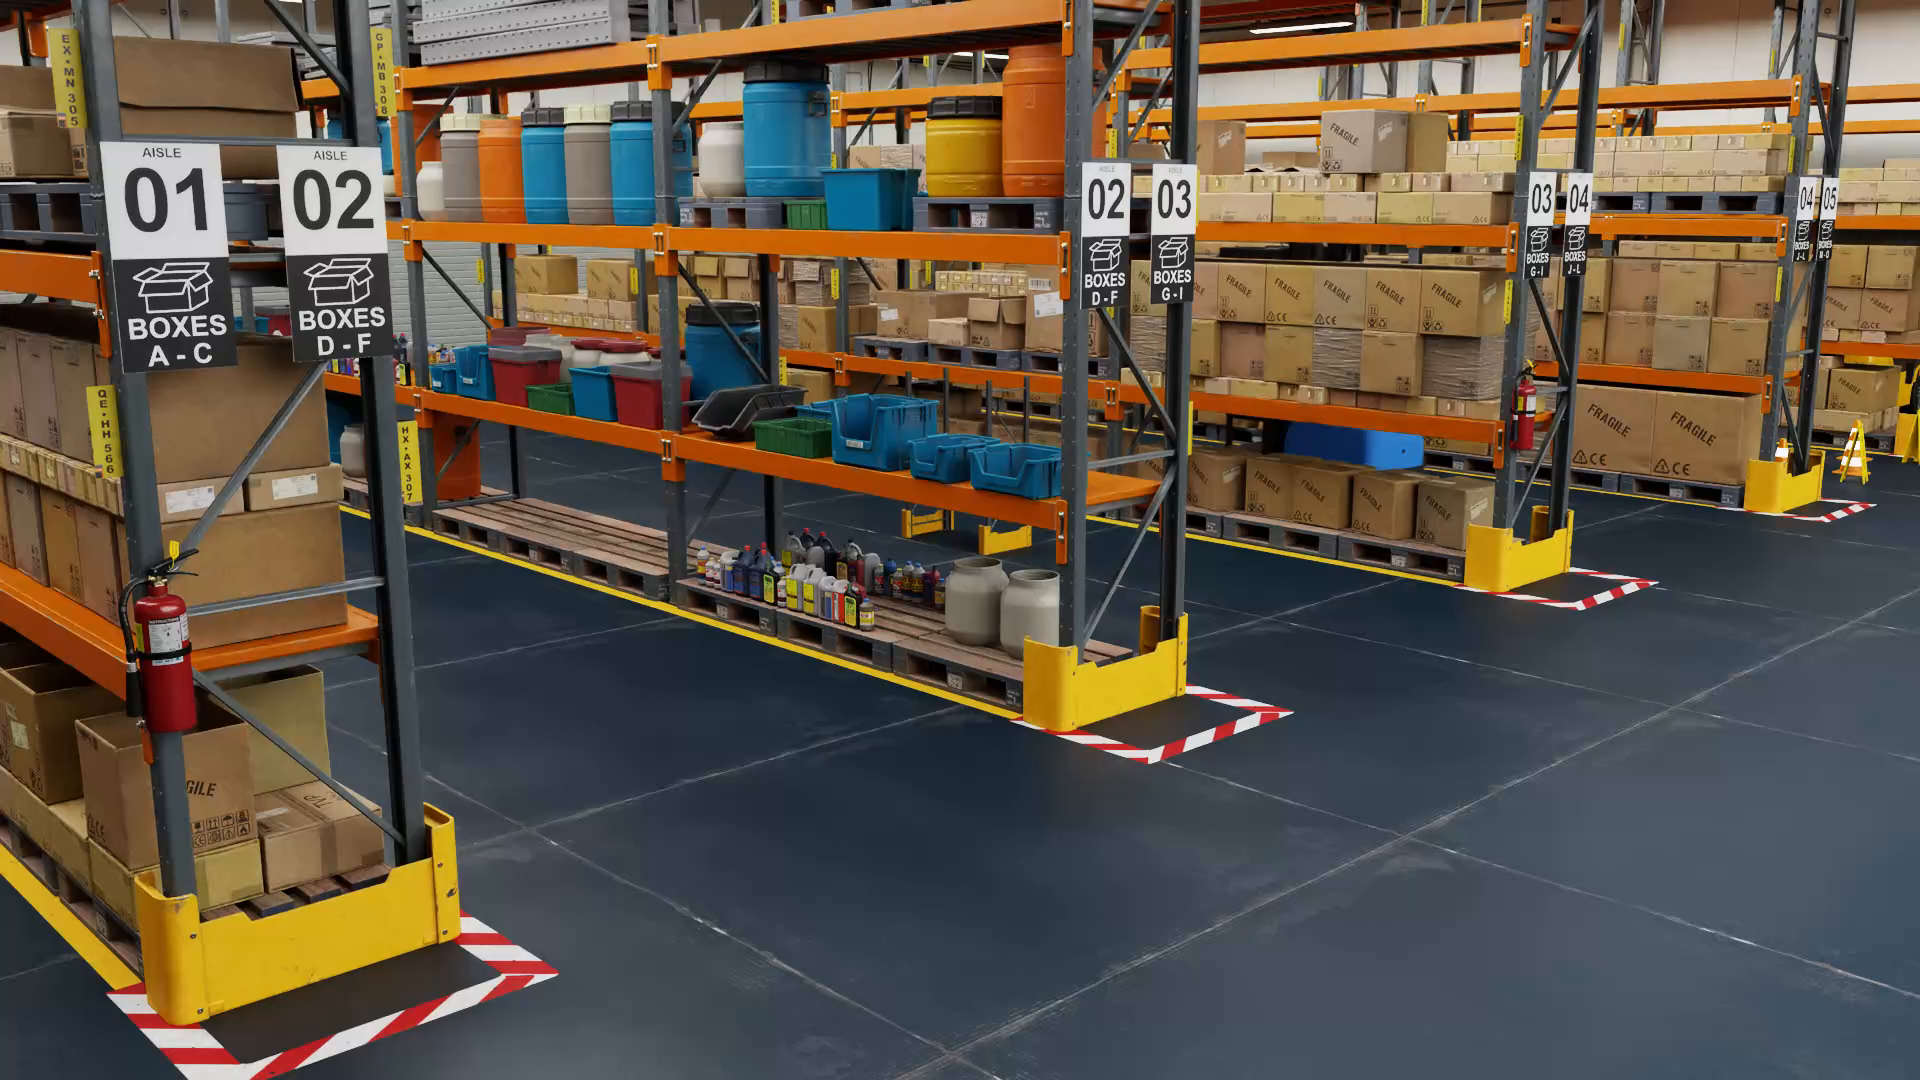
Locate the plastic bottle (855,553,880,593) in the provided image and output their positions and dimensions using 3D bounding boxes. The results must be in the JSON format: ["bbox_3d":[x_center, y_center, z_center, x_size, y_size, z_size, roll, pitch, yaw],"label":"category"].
[{"bbox_3d":[-0.673,0.226,12.039,0.152,0.276,0.135,-11,16,-42],"label":"plastic bottle"}]

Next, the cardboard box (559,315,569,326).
[{"bbox_3d":[-5.243,-3.004,22.680,0.380,0.149,0.250,-11,16,-42],"label":"cardboard box"}]

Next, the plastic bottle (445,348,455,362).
[{"bbox_3d":[-4.938,-1.744,16.251,0.152,0.276,0.135,-11,16,-43],"label":"plastic bottle"}]

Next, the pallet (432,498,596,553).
[{"bbox_3d":[-4.046,-0.145,15.092,1.003,0.211,1.213,-11,16,-43],"label":"pallet"}]

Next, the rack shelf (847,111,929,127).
[{"bbox_3d":[-1.457,-6.456,25.736,1.077,0.370,4.000,-11,16,-43],"label":"rack shelf"}]

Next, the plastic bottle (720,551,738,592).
[{"bbox_3d":[-1.645,0.224,12.050,0.152,0.276,0.135,-10,15,-41],"label":"plastic bottle"}]

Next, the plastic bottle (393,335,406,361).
[{"bbox_3d":[-5.700,-1.899,16.816,0.144,0.351,0.185,-11,16,-43],"label":"plastic bottle"}]

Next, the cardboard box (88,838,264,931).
[{"bbox_3d":[-3.198,1.332,6.786,0.500,0.250,0.500,-11,16,-43],"label":"cardboard box"}]

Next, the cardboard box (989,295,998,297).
[{"bbox_3d":[0.577,-3.390,23.514,0.250,0.149,0.380,11,16,43],"label":"cardboard box"}]

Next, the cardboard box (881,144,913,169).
[{"bbox_3d":[-0.485,-3.903,17.504,0.500,0.500,0.500,-11,16,-42],"label":"cardboard box"}]

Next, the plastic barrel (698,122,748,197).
[{"bbox_3d":[-1.635,-2.685,11.758,0.421,0.512,0.421,0,12,0],"label":"plastic barrel"}]

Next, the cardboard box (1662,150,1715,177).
[{"bbox_3d":[7.326,-3.730,16.494,0.500,0.250,0.500,-11,16,-42],"label":"cardboard box"}]

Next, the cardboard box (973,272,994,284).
[{"bbox_3d":[0.406,-3.718,23.630,0.380,0.149,0.250,-11,16,-43],"label":"cardboard box"}]

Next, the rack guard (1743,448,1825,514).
[{"bbox_3d":[8.228,-0.600,16.587,1.175,0.500,0.348,-11,16,-43],"label":"rack guard"}]

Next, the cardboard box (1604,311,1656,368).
[{"bbox_3d":[7.230,-2.126,17.425,0.875,0.550,0.550,-11,16,-43],"label":"cardboard box"}]

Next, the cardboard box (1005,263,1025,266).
[{"bbox_3d":[1.159,-5.222,30.100,0.500,0.500,0.500,11,16,44],"label":"cardboard box"}]

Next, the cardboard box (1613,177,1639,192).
[{"bbox_3d":[6.859,-3.616,16.928,0.380,0.149,0.250,-11,16,-42],"label":"cardboard box"}]

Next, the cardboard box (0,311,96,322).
[{"bbox_3d":[-4.370,-0.829,8.041,0.700,0.500,0.500,-11,16,-43],"label":"cardboard box"}]

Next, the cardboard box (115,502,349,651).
[{"bbox_3d":[-2.927,0.109,6.700,0.700,0.500,0.500,-11,16,-43],"label":"cardboard box"}]

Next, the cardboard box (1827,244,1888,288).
[{"bbox_3d":[10.867,-3.336,20.208,0.700,0.500,0.500,-11,16,-42],"label":"cardboard box"}]

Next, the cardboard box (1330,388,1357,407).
[{"bbox_3d":[3.333,-1.222,14.030,0.380,0.149,0.250,-11,16,-43],"label":"cardboard box"}]

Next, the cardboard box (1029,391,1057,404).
[{"bbox_3d":[1.310,-2.188,23.252,0.500,0.500,0.500,11,16,43],"label":"cardboard box"}]

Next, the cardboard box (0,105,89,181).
[{"bbox_3d":[-3.983,-1.684,7.052,0.500,0.311,0.500,-9,14,-36],"label":"cardboard box"}]

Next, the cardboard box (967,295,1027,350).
[{"bbox_3d":[0.528,-2.232,17.015,0.797,0.503,0.637,-9,15,-37],"label":"cardboard box"}]

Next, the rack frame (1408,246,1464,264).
[{"bbox_3d":[5.449,-2.412,19.185,1.000,3.000,0.127,-11,16,-43],"label":"rack frame"}]

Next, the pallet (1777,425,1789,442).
[{"bbox_3d":[10.295,-1.480,21.570,1.003,0.211,1.213,-11,16,-43],"label":"pallet"}]

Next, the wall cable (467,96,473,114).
[{"bbox_3d":[-7.908,-9.306,29.809,2.277,5.999,0.120,-11,16,-43],"label":"wall cable"}]

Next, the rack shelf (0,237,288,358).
[{"bbox_3d":[-3.995,-1.181,7.557,1.077,0.370,4.000,-11,16,-43],"label":"rack shelf"}]

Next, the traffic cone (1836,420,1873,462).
[{"bbox_3d":[10.491,-1.173,19.459,0.336,0.463,0.334,-11,16,-43],"label":"traffic cone"}]

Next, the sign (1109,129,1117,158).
[{"bbox_3d":[1.393,-3.573,15.129,0.100,0.325,0.005,-11,16,-43],"label":"sign"}]

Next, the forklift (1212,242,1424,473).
[{"bbox_3d":[3.406,-2.058,17.639,1.130,2.935,3.031,-11,16,-42],"label":"forklift"}]

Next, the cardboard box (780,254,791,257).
[{"bbox_3d":[-2.720,-4.745,27.047,0.500,0.500,0.500,-11,16,-43],"label":"cardboard box"}]

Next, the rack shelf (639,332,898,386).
[{"bbox_3d":[-2.352,-2.259,20.225,1.077,0.370,4.000,-11,16,-43],"label":"rack shelf"}]

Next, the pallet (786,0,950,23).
[{"bbox_3d":[-0.355,-3.401,10.576,1.003,0.211,1.213,-11,16,-43],"label":"pallet"}]

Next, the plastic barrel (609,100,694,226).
[{"bbox_3d":[-2.299,-2.804,12.412,0.600,0.901,0.708,-11,16,-43],"label":"plastic barrel"}]

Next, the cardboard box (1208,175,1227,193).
[{"bbox_3d":[2.399,-3.134,14.641,0.380,0.149,0.250,-10,15,-41],"label":"cardboard box"}]

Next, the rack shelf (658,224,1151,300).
[{"bbox_3d":[-0.410,-1.870,10.905,1.077,0.370,4.000,-11,16,-43],"label":"rack shelf"}]

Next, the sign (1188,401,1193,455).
[{"bbox_3d":[1.373,-0.673,10.059,0.100,0.325,0.005,-11,16,-43],"label":"sign"}]

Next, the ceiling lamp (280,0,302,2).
[{"bbox_3d":[-10.110,-9.337,23.463,2.000,3.185,0.800,-11,16,-43],"label":"ceiling lamp"}]

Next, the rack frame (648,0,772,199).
[{"bbox_3d":[-1.791,-3.984,11.947,1.000,3.000,0.127,-11,16,-43],"label":"rack frame"}]

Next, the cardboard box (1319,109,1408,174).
[{"bbox_3d":[3.300,-3.251,13.602,0.500,0.500,0.500,-11,16,-43],"label":"cardboard box"}]

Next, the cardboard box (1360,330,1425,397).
[{"bbox_3d":[3.762,-1.487,13.710,0.875,0.500,0.500,-11,16,-43],"label":"cardboard box"}]

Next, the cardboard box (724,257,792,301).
[{"bbox_3d":[-2.380,-3.161,20.087,0.797,0.503,0.637,-10,15,-41],"label":"cardboard box"}]

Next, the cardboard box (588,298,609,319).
[{"bbox_3d":[-4.587,-3.078,22.054,0.500,0.250,0.500,-10,15,-41],"label":"cardboard box"}]

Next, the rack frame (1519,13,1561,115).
[{"bbox_3d":[9.784,-7.331,28.193,1.000,3.000,0.127,-11,16,-43],"label":"rack frame"}]

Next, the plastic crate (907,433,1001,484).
[{"bbox_3d":[-0.035,-0.516,10.349,0.499,0.251,0.408,-11,16,-43],"label":"plastic crate"}]

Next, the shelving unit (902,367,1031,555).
[{"bbox_3d":[0.053,-0.723,14.706,0.587,1.500,1.083,-11,16,-43],"label":"shelving unit"}]

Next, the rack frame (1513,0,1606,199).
[{"bbox_3d":[4.554,-4.090,12.463,1.000,3.000,0.127,-11,16,-43],"label":"rack frame"}]

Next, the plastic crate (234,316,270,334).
[{"bbox_3d":[-7.884,-2.255,18.314,0.392,0.384,0.575,-11,16,-43],"label":"plastic crate"}]

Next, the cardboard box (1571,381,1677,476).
[{"bbox_3d":[7.086,-1.211,17.581,0.875,0.875,0.875,-11,16,-43],"label":"cardboard box"}]

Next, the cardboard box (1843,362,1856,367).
[{"bbox_3d":[10.983,-1.994,21.073,0.500,0.500,0.500,11,16,43],"label":"cardboard box"}]

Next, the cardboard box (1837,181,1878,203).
[{"bbox_3d":[10.836,-4.187,20.000,0.500,0.250,0.500,-11,16,-43],"label":"cardboard box"}]

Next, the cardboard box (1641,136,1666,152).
[{"bbox_3d":[7.033,-3.970,16.670,0.380,0.149,0.250,-11,16,-42],"label":"cardboard box"}]

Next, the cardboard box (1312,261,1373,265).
[{"bbox_3d":[3.335,-2.173,14.564,0.500,0.500,0.500,-11,16,-43],"label":"cardboard box"}]

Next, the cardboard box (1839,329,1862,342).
[{"bbox_3d":[10.892,-2.496,20.217,0.380,0.149,0.250,-11,16,-44],"label":"cardboard box"}]

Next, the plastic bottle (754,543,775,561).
[{"bbox_3d":[-1.429,0.192,12.020,0.144,0.351,0.185,-11,16,-43],"label":"plastic bottle"}]
